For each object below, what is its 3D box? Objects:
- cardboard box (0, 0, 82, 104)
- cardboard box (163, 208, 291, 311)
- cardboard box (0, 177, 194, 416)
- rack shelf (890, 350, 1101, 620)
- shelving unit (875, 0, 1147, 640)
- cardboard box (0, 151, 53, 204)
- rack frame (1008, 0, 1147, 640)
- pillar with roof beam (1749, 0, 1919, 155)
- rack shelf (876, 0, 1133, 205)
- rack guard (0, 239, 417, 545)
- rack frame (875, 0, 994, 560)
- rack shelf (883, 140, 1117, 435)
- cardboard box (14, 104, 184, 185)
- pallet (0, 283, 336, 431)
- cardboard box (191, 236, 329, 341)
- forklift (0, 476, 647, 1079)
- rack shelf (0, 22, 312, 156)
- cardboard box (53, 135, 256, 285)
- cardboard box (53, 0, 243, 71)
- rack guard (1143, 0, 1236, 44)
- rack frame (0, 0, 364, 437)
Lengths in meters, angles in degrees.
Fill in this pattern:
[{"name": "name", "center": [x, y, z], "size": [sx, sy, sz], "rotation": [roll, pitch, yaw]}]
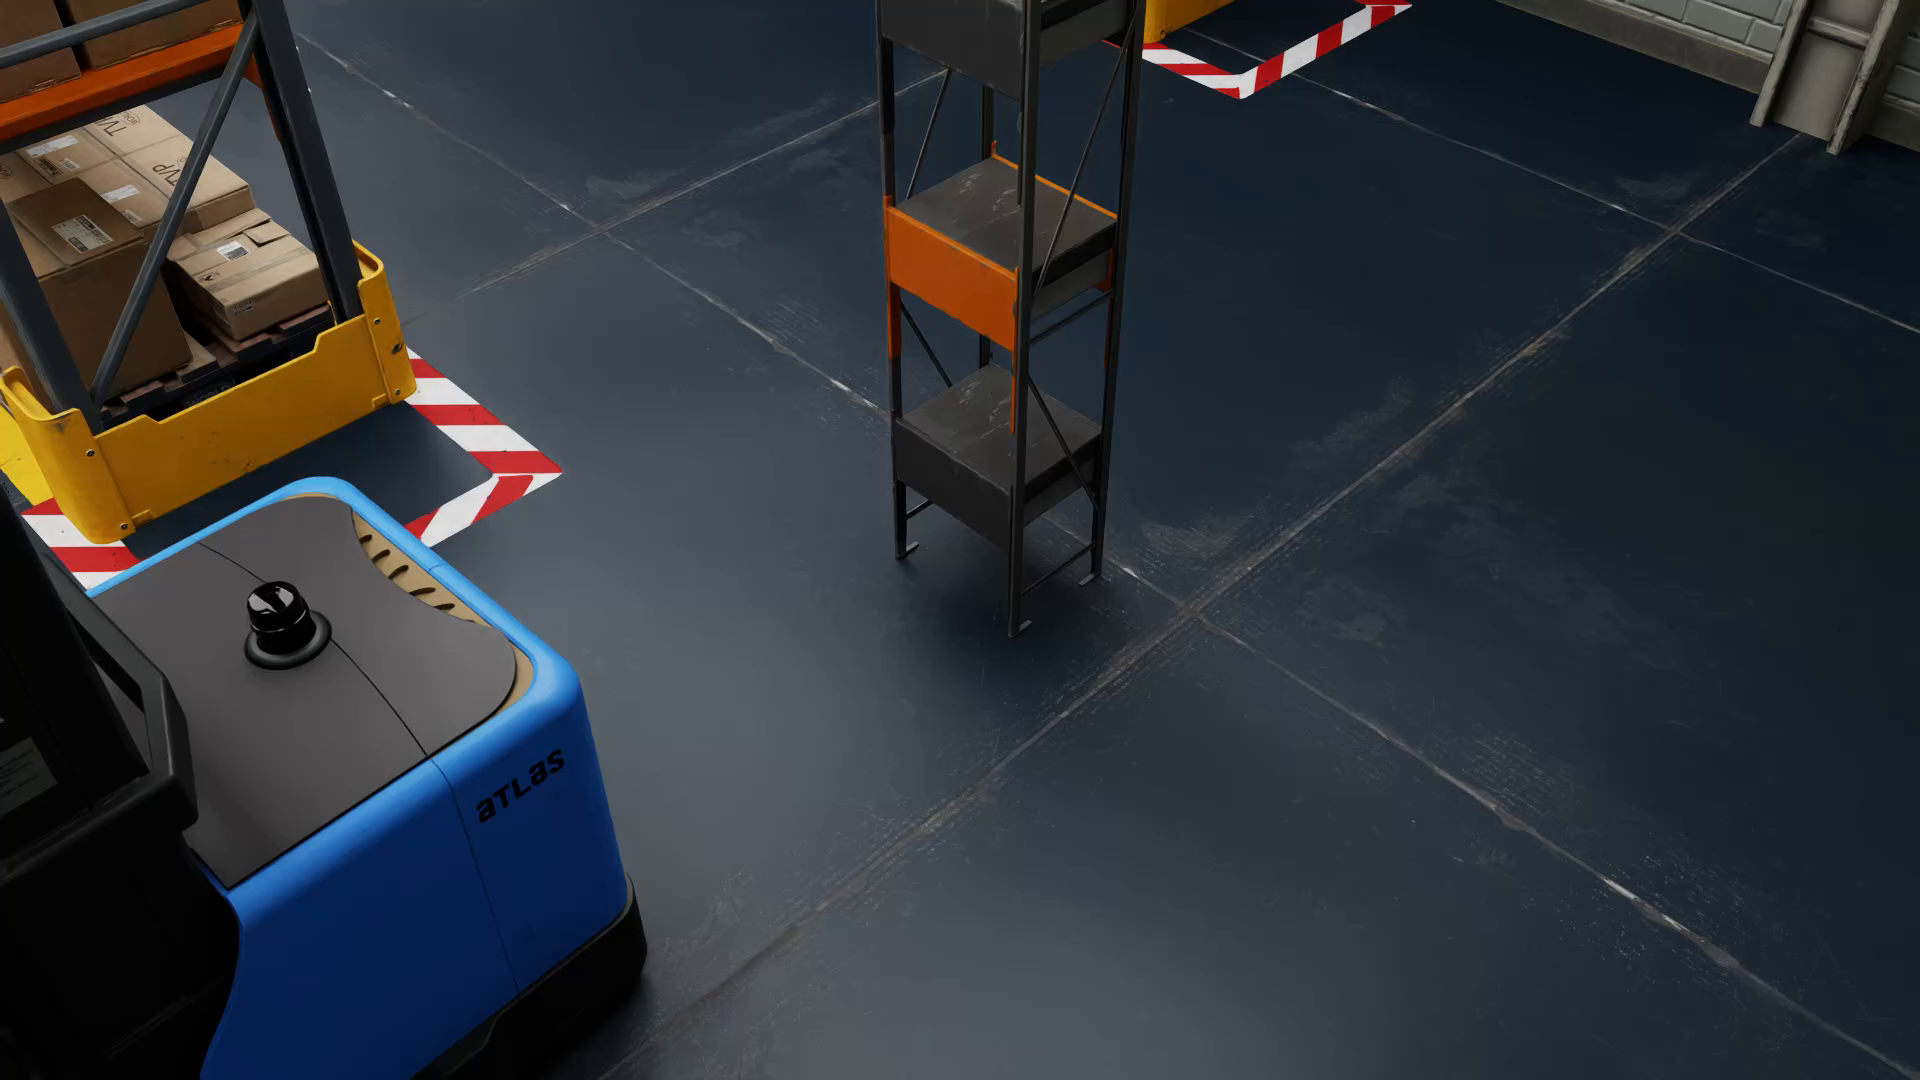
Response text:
[{"name": "cardboard box", "center": [-2.866, -1.516, 4.607], "size": [0.500, 0.500, 0.500], "rotation": [-32, 52, -30]}, {"name": "cardboard box", "center": [-2.586, -1.002, 5.888], "size": [0.380, 0.166, 0.250], "rotation": [-34, 53, -31]}, {"name": "cardboard box", "center": [-2.915, -0.782, 5.403], "size": [0.500, 0.500, 0.500], "rotation": [-34, 53, -31]}, {"name": "rack shelf", "center": [0.117, -0.168, 4.936], "size": [0.431, 0.518, 0.480], "rotation": [-34, 53, -31]}, {"name": "shelving unit", "center": [0.117, -0.692, 4.451], "size": [0.431, 2.100, 0.503], "rotation": [-34, 53, -31]}, {"name": "cardboard box", "center": [-3.565, -1.161, 5.998], "size": [0.500, 0.250, 0.500], "rotation": [-34, 53, -31]}, {"name": "rack frame", "center": [0.289, -0.574, 4.324], "size": [0.400, 2.100, 0.015], "rotation": [-34, 53, -31]}, {"name": "pillar with roof beam", "center": [0.619, -3.028, 1.896], "size": [9.100, 9.000, 0.400], "rotation": [-34, 53, -31]}, {"name": "rack shelf", "center": [0.117, -1.196, 3.986], "size": [0.431, 0.518, 0.480], "rotation": [-34, 53, -31]}, {"name": "rack guard", "center": [-2.411, -0.513, 5.437], "size": [1.175, 0.500, 0.348], "rotation": [-34, 53, -31]}, {"name": "rack frame", "center": [-0.055, -0.809, 4.578], "size": [0.400, 2.100, 0.015], "rotation": [-34, 53, -31]}, {"name": "rack shelf", "center": [0.117, -0.682, 4.461], "size": [0.431, 0.518, 0.480], "rotation": [-34, 53, -31]}, {"name": "cardboard box", "center": [-3.246, -1.424, 6.283], "size": [0.500, 0.250, 0.500], "rotation": [-34, 53, -31]}, {"name": "pallet", "center": [-2.974, -0.790, 5.949], "size": [1.003, 0.211, 1.213], "rotation": [-34, 53, -31]}, {"name": "cardboard box", "center": [-2.409, -0.875, 5.763], "size": [0.380, 0.149, 0.250], "rotation": [-34, 53, -31]}, {"name": "forklift", "center": [-2.137, 0.492, 2.558], "size": [1.130, 2.935, 3.031], "rotation": [32, 52, 30]}, {"name": "rack shelf", "center": [-3.769, -2.092, 5.833], "size": [1.077, 0.370, 4.000], "rotation": [-34, 53, -31]}, {"name": "cardboard box", "center": [-2.893, -1.184, 6.023], "size": [0.500, 0.250, 0.500], "rotation": [-34, 53, -31]}, {"name": "cardboard box", "center": [-2.484, -1.771, 4.883], "size": [0.500, 0.500, 0.500], "rotation": [-33, 52, -30]}, {"name": "rack guard", "center": [1.165, -2.841, 7.956], "size": [1.175, 0.500, 0.348], "rotation": [-34, 53, -31]}, {"name": "rack frame", "center": [-2.357, -1.395, 4.549], "size": [1.000, 3.000, 0.127], "rotation": [-34, 53, -31]}]
